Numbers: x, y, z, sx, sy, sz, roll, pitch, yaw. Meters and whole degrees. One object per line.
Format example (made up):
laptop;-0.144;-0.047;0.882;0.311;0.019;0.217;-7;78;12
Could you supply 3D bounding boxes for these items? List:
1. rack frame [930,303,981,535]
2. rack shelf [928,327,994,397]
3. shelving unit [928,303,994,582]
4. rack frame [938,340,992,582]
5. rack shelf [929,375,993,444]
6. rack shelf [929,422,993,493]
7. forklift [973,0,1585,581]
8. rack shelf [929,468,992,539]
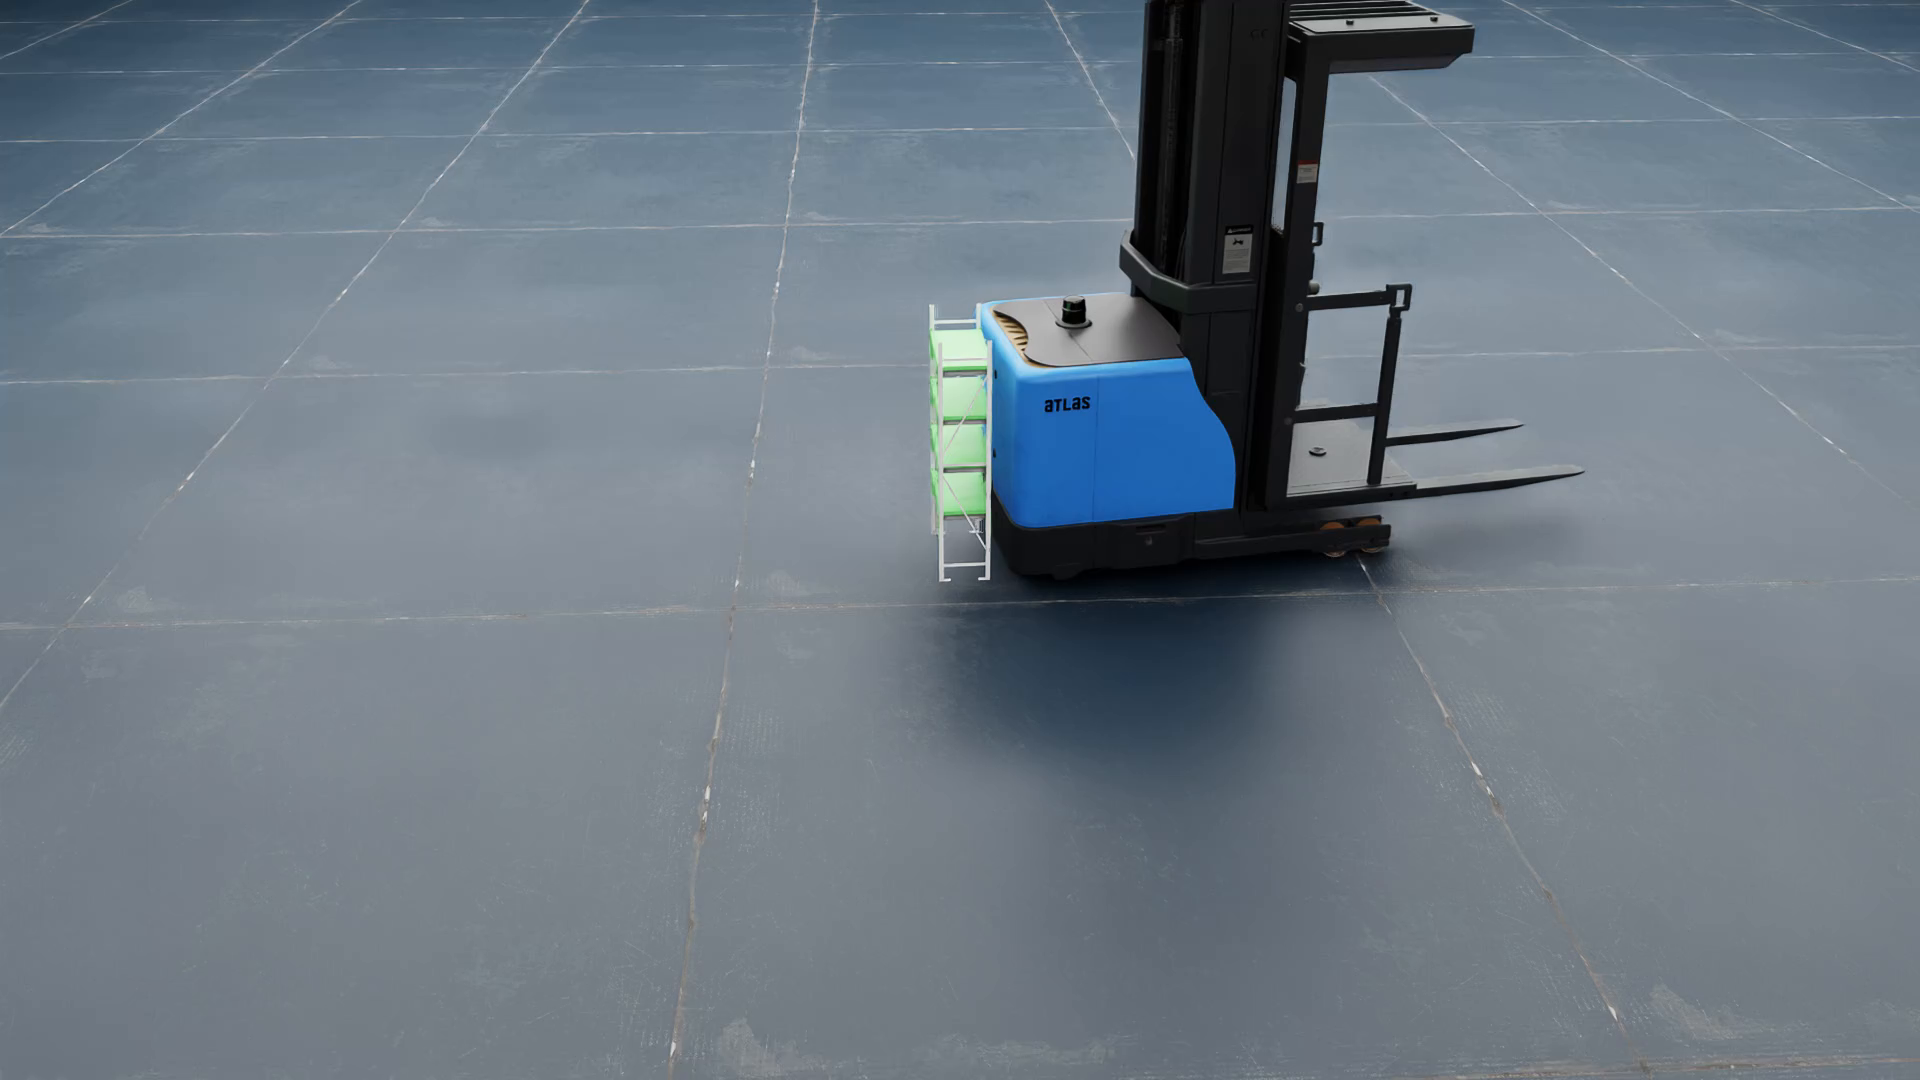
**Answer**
rack frame;-0.022;-0.566;8.038;0.240;1.200;0.015;-2;28;-5
rack shelf;0.000;-0.823;7.630;0.258;0.148;0.480;-2;28;-5
shelving unit;0.000;-0.454;7.823;0.258;1.200;0.503;-2;28;-5
rack frame;0.022;-0.341;7.607;0.240;1.200;0.015;-2;28;-5
rack shelf;0.000;-0.610;7.741;0.258;0.148;0.480;-2;28;-5
rack shelf;0.000;-0.397;7.852;0.258;0.148;0.480;-2;28;-5
forklift;1.624;-1.449;7.859;3.031;2.935;1.130;-6;28;-11
rack shelf;0.000;-0.184;7.963;0.258;0.148;0.480;-2;28;-5
